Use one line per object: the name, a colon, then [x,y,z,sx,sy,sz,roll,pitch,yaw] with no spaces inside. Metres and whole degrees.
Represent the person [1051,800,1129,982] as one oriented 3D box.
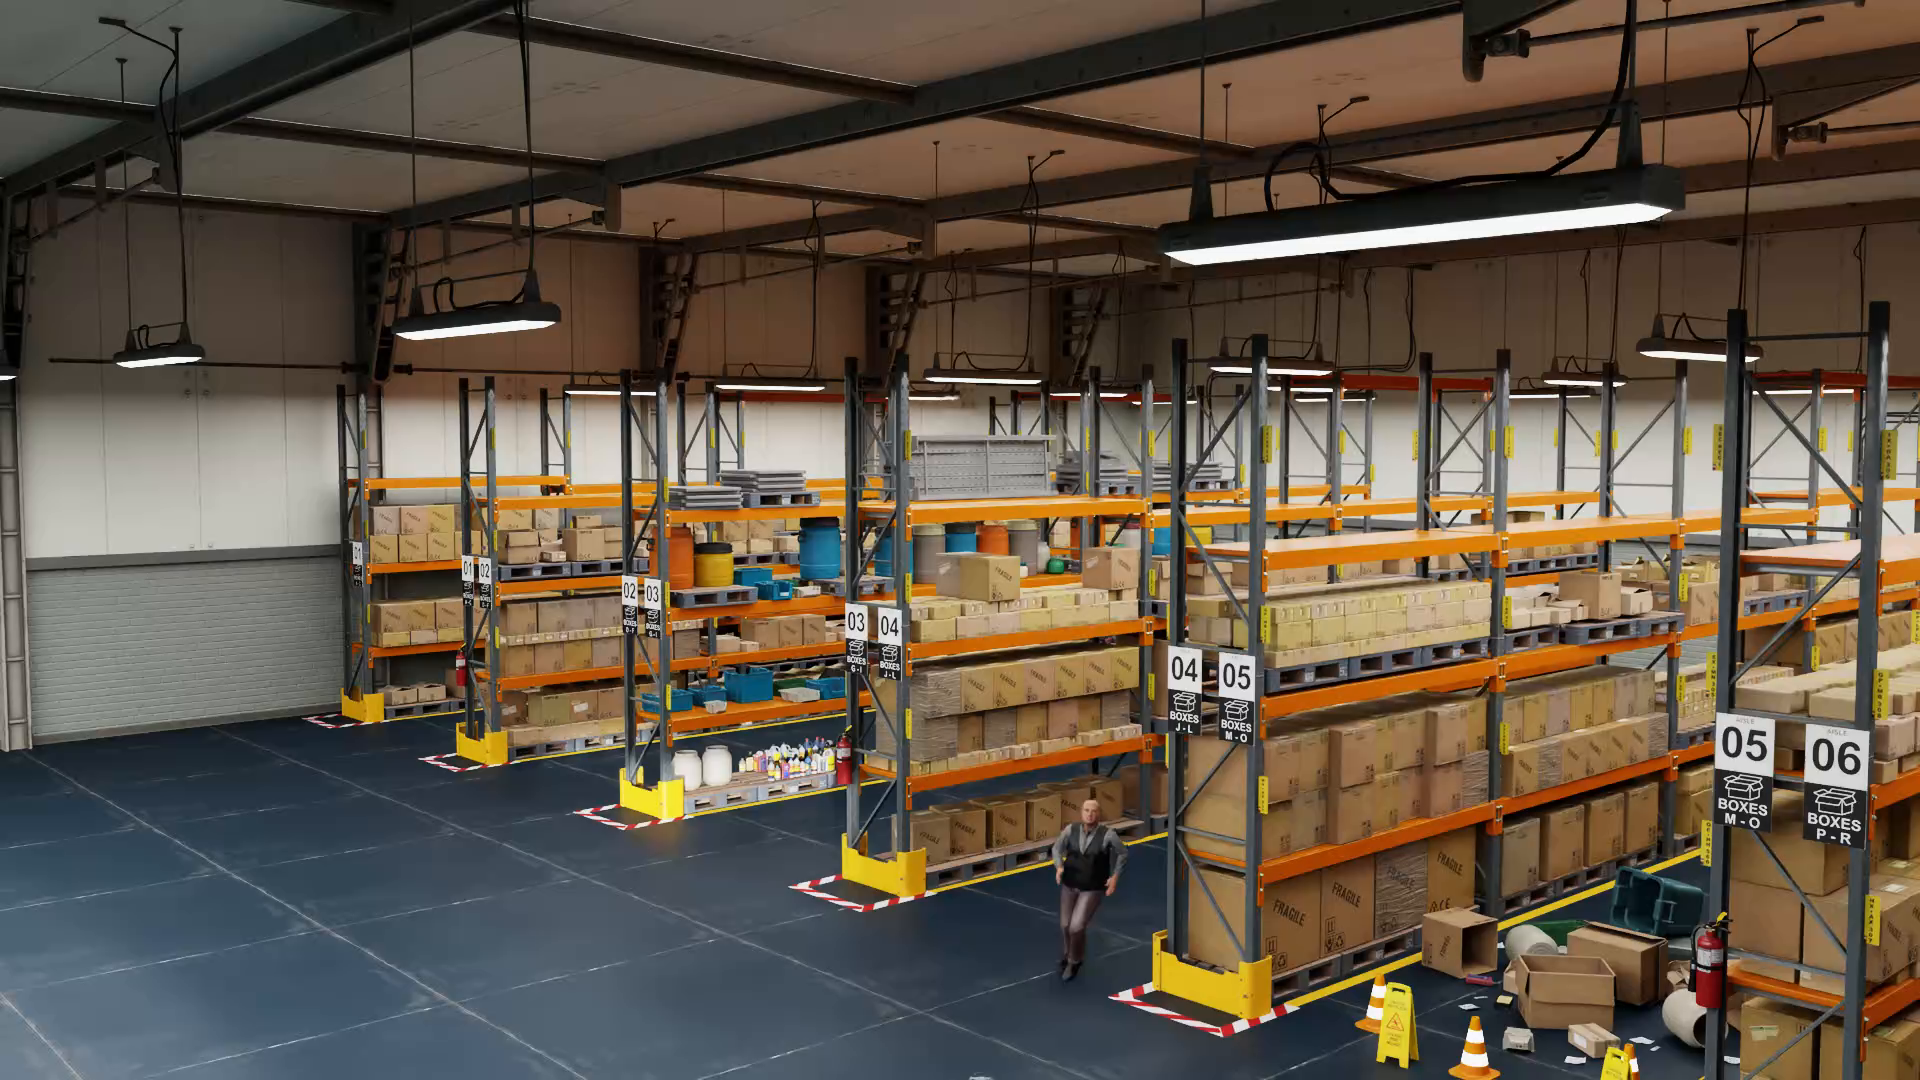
person: [1.184,3.301,15.687,0.712,1.720,0.669,2,4,27]
